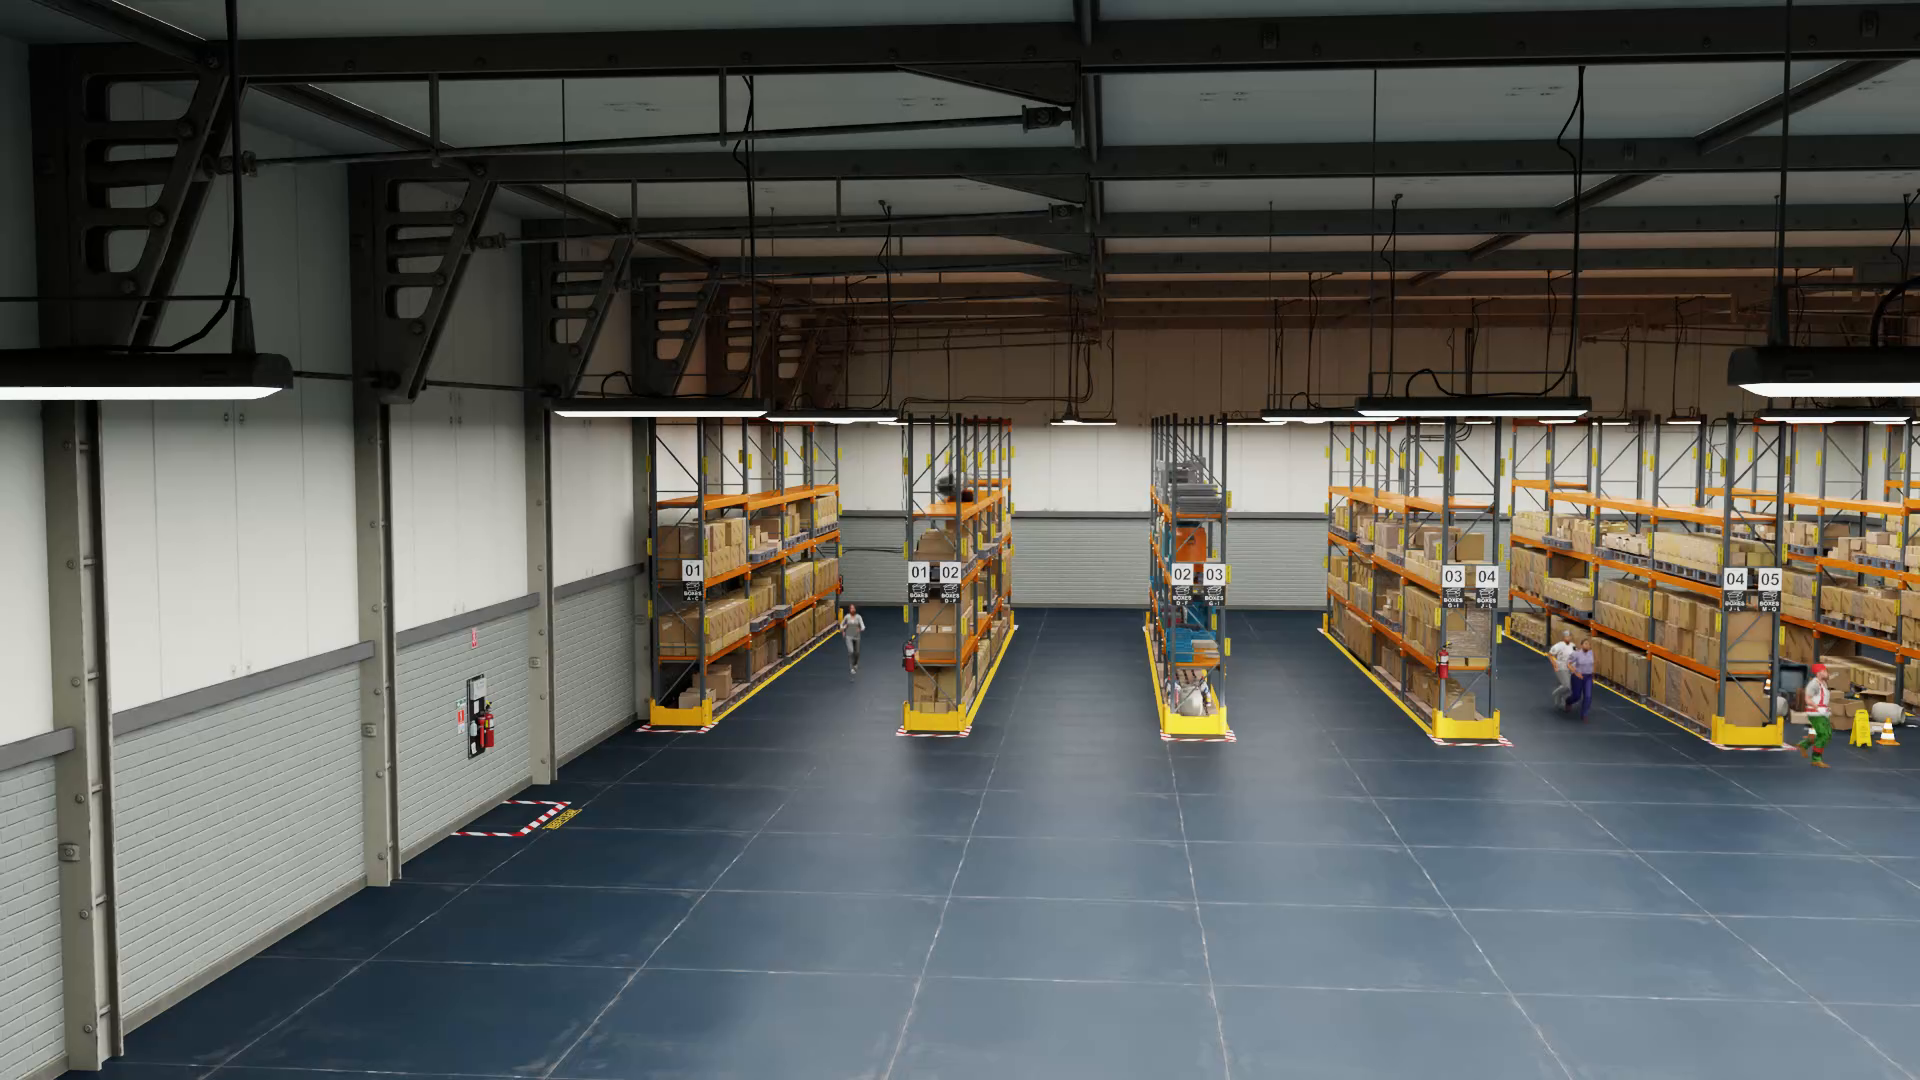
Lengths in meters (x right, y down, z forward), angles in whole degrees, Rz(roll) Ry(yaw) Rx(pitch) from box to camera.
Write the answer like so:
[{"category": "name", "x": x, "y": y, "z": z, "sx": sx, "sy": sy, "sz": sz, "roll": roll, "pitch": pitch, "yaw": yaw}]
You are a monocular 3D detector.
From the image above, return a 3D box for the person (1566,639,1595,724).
[{"category": "person", "x": 12.176, "y": 2.735, "z": 32.591, "sx": 0.631, "sy": 1.640, "sz": 0.839, "roll": -1, "pitch": 4, "yaw": -8}]

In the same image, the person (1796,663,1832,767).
[{"category": "person", "x": 14.474, "y": 2.955, "z": 28.185, "sx": 0.594, "sy": 1.753, "sz": 0.671, "roll": 4, "pitch": 5, "yaw": 44}]

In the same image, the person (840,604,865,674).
[{"category": "person", "x": -2.391, "y": 2.197, "z": 36.978, "sx": 0.547, "sy": 1.549, "sz": 0.707, "roll": -1, "pitch": 4, "yaw": -9}]

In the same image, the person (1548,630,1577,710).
[{"category": "person", "x": 12.300, "y": 2.645, "z": 33.700, "sx": 0.602, "sy": 1.625, "sz": 0.540, "roll": -1, "pitch": 4, "yaw": -15}]
